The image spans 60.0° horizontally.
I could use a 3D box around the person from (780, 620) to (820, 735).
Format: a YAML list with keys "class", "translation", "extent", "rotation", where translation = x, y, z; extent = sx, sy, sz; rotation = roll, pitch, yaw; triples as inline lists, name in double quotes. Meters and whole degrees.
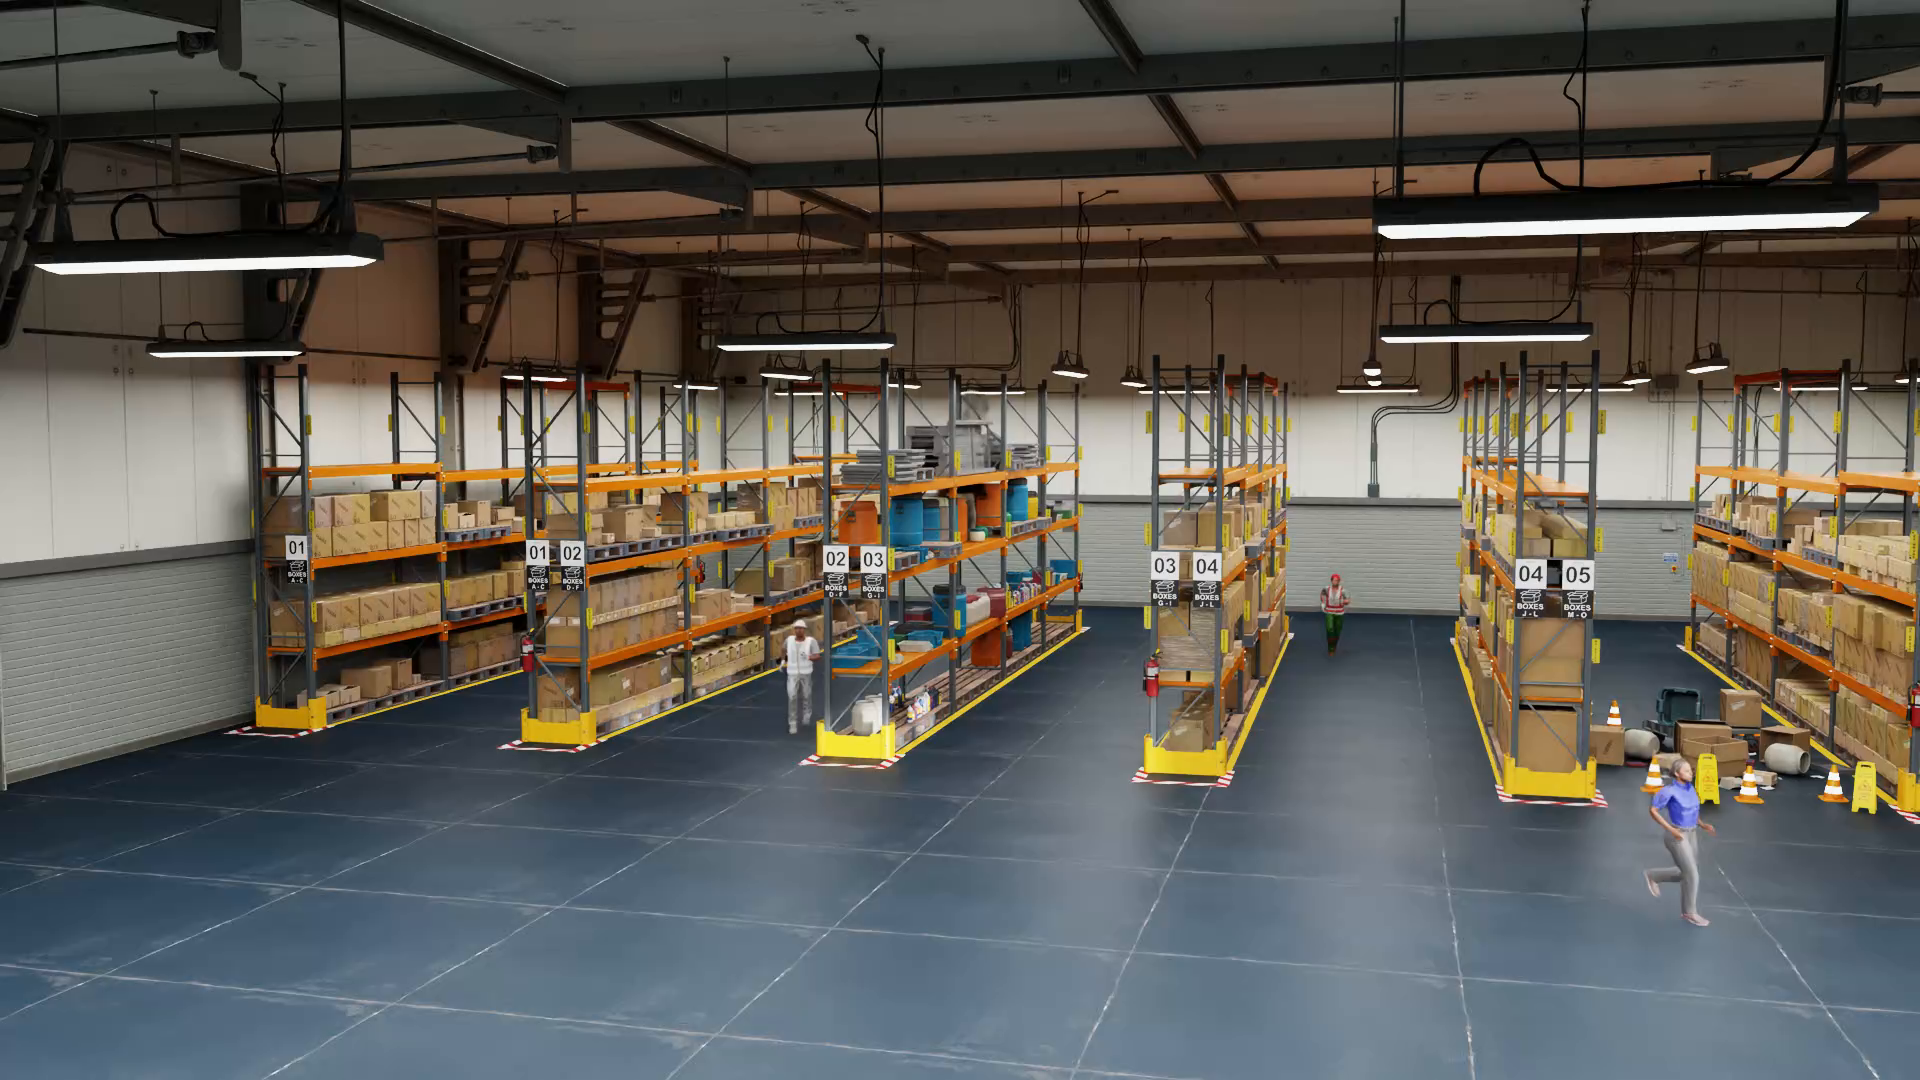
- class: "person"
  translation: [-2.621, 2.213, 27.240]
  extent: [0.671, 1.819, 0.897]
  rotation: [0, 4, -1]

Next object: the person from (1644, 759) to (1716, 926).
- class: "person"
  translation: [7.281, 3.046, 16.897]
  extent: [0.577, 1.629, 0.738]
  rotation: [-3, 5, -35]

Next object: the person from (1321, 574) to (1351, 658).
- class: "person"
  translation: [8.147, 1.645, 36.087]
  extent: [0.628, 1.851, 0.864]
  rotation: [1, 4, 10]
